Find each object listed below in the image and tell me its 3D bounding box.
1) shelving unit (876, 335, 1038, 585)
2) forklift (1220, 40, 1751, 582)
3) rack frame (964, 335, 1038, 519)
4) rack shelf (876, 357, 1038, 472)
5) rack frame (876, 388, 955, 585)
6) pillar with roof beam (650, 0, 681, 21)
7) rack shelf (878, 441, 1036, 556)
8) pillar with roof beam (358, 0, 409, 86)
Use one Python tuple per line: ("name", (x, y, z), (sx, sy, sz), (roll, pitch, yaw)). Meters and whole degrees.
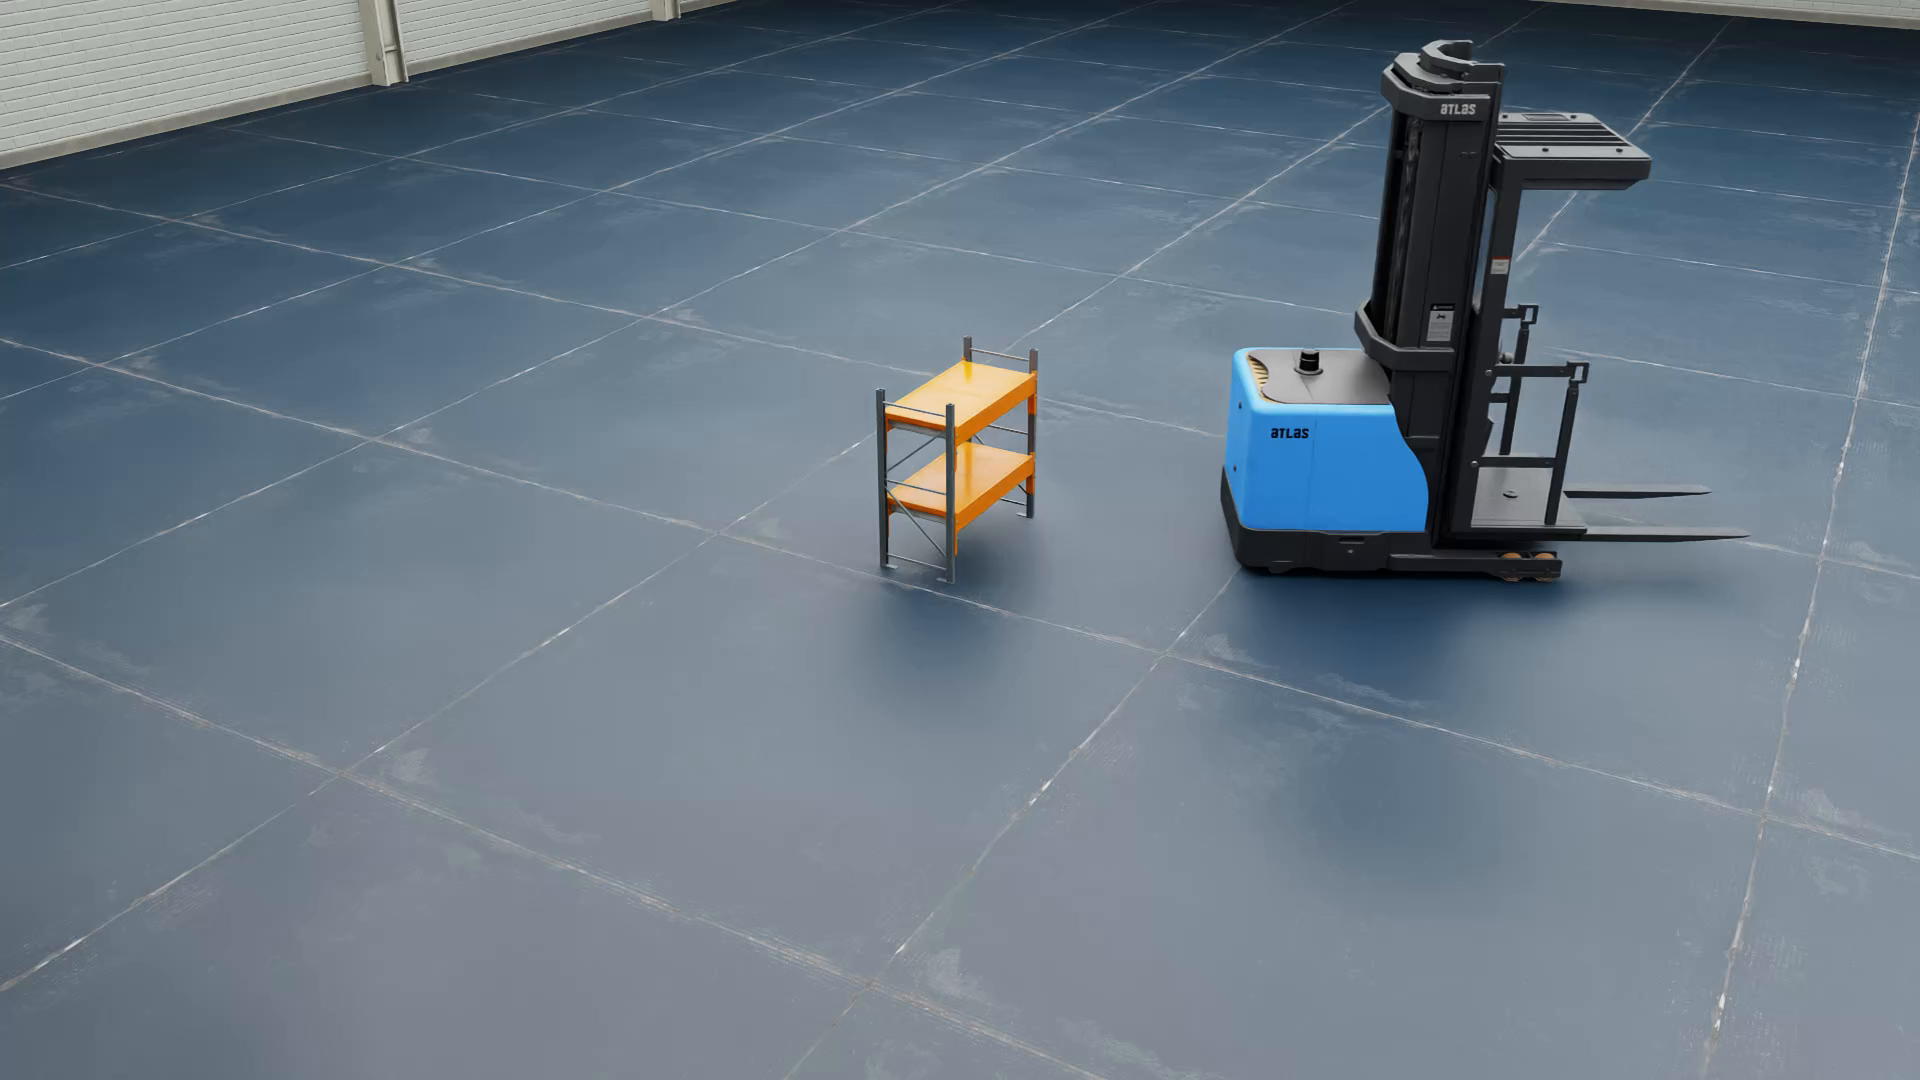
("shelving unit", (-0.003, -0.500, 9.993), (0.538, 1.125, 1.048), (14, 30, 26))
("forklift", (3.164, -1.306, 9.585), (3.031, 2.935, 1.130), (1, 27, 1))
("rack frame", (0.247, -0.698, 10.389), (0.500, 1.125, 0.032), (14, 30, 26))
("rack shelf", (-0.003, -0.762, 9.862), (0.538, 0.278, 1.000), (14, 30, 26))
("rack frame", (-0.253, -0.302, 9.597), (0.500, 1.125, 0.032), (14, 30, 26))
("pillar with roof beam", (-1.100, -11.674, 23.519), (9.100, 9.000, 0.400), (14, 30, 26))
("rack shelf", (-0.003, -0.282, 10.102), (0.538, 0.278, 1.000), (14, 30, 26))
("pillar with roof beam", (-4.051, -9.336, 18.848), (9.100, 9.000, 0.400), (14, 30, 26))
